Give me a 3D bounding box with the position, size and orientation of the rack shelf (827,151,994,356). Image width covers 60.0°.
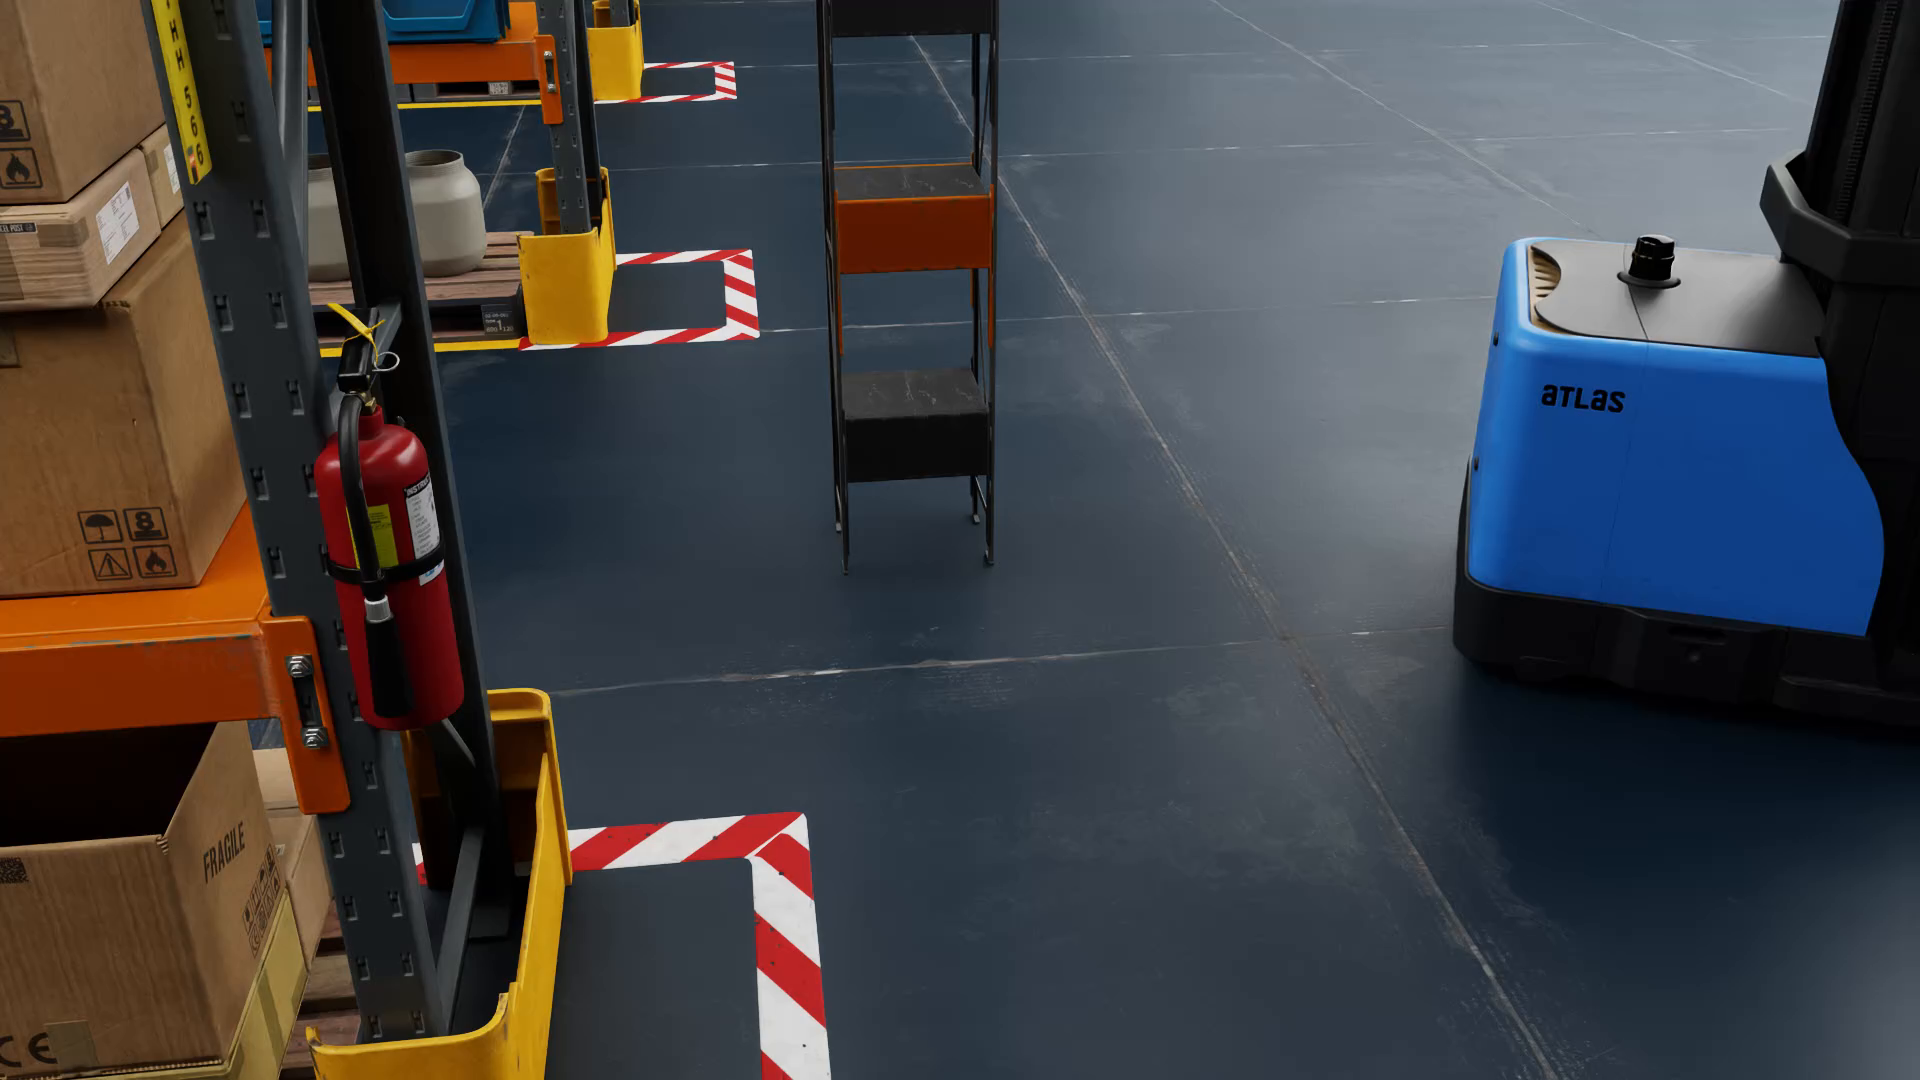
[{"bbox_3d":[-0.164,-0.912,5.256,0.480,0.518,0.431,-4,27,-7],"label":"rack shelf"}]

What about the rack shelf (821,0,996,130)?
[{"bbox_3d":[-0.164,-1.534,4.937,0.480,0.518,0.431,-4,27,-7],"label":"rack shelf"}]

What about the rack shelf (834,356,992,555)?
[{"bbox_3d":[-0.164,-0.289,5.576,0.480,0.518,0.431,-4,27,-7],"label":"rack shelf"}]

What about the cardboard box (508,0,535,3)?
[{"bbox_3d":[-3.086,-3.785,12.118,0.500,0.500,0.500,1,27,2],"label":"cardboard box"}]

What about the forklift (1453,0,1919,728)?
[{"bbox_3d":[3.055,-0.929,4.349,3.031,2.935,1.130,8,28,14],"label":"forklift"}]

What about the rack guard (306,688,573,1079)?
[{"bbox_3d":[-1.065,0.847,3.552,0.348,0.500,1.175,-4,27,-7],"label":"rack guard"}]

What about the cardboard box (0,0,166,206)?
[{"bbox_3d":[-1.605,-0.858,2.606,0.500,0.500,0.700,-4,27,-7],"label":"cardboard box"}]

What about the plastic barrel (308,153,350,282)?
[{"bbox_3d":[-2.912,-1.475,7.604,0.421,0.512,0.421,0,27,0],"label":"plastic barrel"}]

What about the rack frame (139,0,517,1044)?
[{"bbox_3d":[-1.088,-0.264,2.978,0.127,3.000,1.000,-4,27,-7],"label":"rack frame"}]

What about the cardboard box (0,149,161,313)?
[{"bbox_3d":[-1.440,-0.486,2.592,0.250,0.149,0.380,-4,27,-8],"label":"cardboard box"}]

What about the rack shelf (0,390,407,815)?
[{"bbox_3d":[-3.069,0.184,2.894,4.000,0.370,1.077,-4,27,-7],"label":"rack shelf"}]

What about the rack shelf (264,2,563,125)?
[{"bbox_3d":[-3.755,-2.056,7.259,4.000,0.370,1.077,-4,27,-7],"label":"rack shelf"}]

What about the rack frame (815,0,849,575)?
[{"bbox_3d":[-0.406,-0.908,5.220,0.015,2.100,0.400,-4,27,-7],"label":"rack frame"}]

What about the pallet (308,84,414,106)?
[{"bbox_3d":[-4.555,-3.385,12.116,1.213,0.211,1.003,-4,27,-7],"label":"pallet"}]

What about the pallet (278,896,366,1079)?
[{"bbox_3d":[-1.840,1.045,3.483,1.213,0.211,1.003,-4,27,-7],"label":"pallet"}]

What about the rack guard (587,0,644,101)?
[{"bbox_3d":[-2.540,-3.625,12.267,0.348,0.500,1.175,-4,27,-7],"label":"rack guard"}]

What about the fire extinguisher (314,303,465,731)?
[{"bbox_3d":[-0.907,-0.027,2.601,0.183,0.674,0.296,-4,27,-7],"label":"fire extinguisher"}]

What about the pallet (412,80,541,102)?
[{"bbox_3d":[-3.349,-3.461,12.264,1.213,0.211,1.003,-4,27,-7],"label":"pallet"}]

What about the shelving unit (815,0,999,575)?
[{"bbox_3d":[-0.164,-0.924,5.250,0.503,2.100,0.431,-4,27,-7],"label":"shelving unit"}]

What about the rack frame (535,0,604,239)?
[{"bbox_3d":[-1.775,-2.503,7.342,0.127,3.000,1.000,-4,27,-7],"label":"rack frame"}]

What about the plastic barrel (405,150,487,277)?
[{"bbox_3d":[-2.416,-1.507,7.666,0.421,0.512,0.421,0,27,0],"label":"plastic barrel"}]

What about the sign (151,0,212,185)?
[{"bbox_3d":[-1.027,-0.638,2.180,0.005,0.325,0.100,-4,27,-7],"label":"sign"}]

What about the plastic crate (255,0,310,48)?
[{"bbox_3d":[-2.873,-2.231,6.975,0.408,0.251,0.499,-4,27,-7],"label":"plastic crate"}]

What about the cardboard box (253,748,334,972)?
[{"bbox_3d":[-1.650,0.707,3.639,0.500,0.250,0.500,-4,27,-7],"label":"cardboard box"}]

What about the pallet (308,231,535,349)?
[{"bbox_3d":[-2.649,-1.187,7.832,1.213,0.211,1.003,-4,27,-7],"label":"pallet"}]

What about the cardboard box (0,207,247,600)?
[{"bbox_3d":[-1.552,-0.284,2.908,0.500,0.500,0.700,-4,27,-7],"label":"cardboard box"}]

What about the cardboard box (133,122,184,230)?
[{"bbox_3d":[-1.507,-0.669,2.948,0.250,0.149,0.380,-4,27,-7],"label":"cardboard box"}]

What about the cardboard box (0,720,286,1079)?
[{"bbox_3d":[-1.578,0.608,3.010,0.500,0.500,0.500,-4,27,-7],"label":"cardboard box"}]

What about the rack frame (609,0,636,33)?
[{"bbox_3d":[-2.465,-4.742,11.706,0.127,3.000,1.000,-4,27,-7],"label":"rack frame"}]

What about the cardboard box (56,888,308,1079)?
[{"bbox_3d":[-1.578,0.941,3.183,0.500,0.250,0.500,-4,27,-7],"label":"cardboard box"}]

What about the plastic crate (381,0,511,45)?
[{"bbox_3d":[-2.229,-2.270,7.051,0.616,0.251,0.499,-4,27,-7],"label":"plastic crate"}]

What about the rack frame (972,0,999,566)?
[{"bbox_3d":[0.078,-0.939,5.280,0.015,2.100,0.400,-4,27,-7],"label":"rack frame"}]

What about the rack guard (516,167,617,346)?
[{"bbox_3d":[-1.843,-1.365,7.862,0.348,0.500,1.175,-4,27,-7],"label":"rack guard"}]
